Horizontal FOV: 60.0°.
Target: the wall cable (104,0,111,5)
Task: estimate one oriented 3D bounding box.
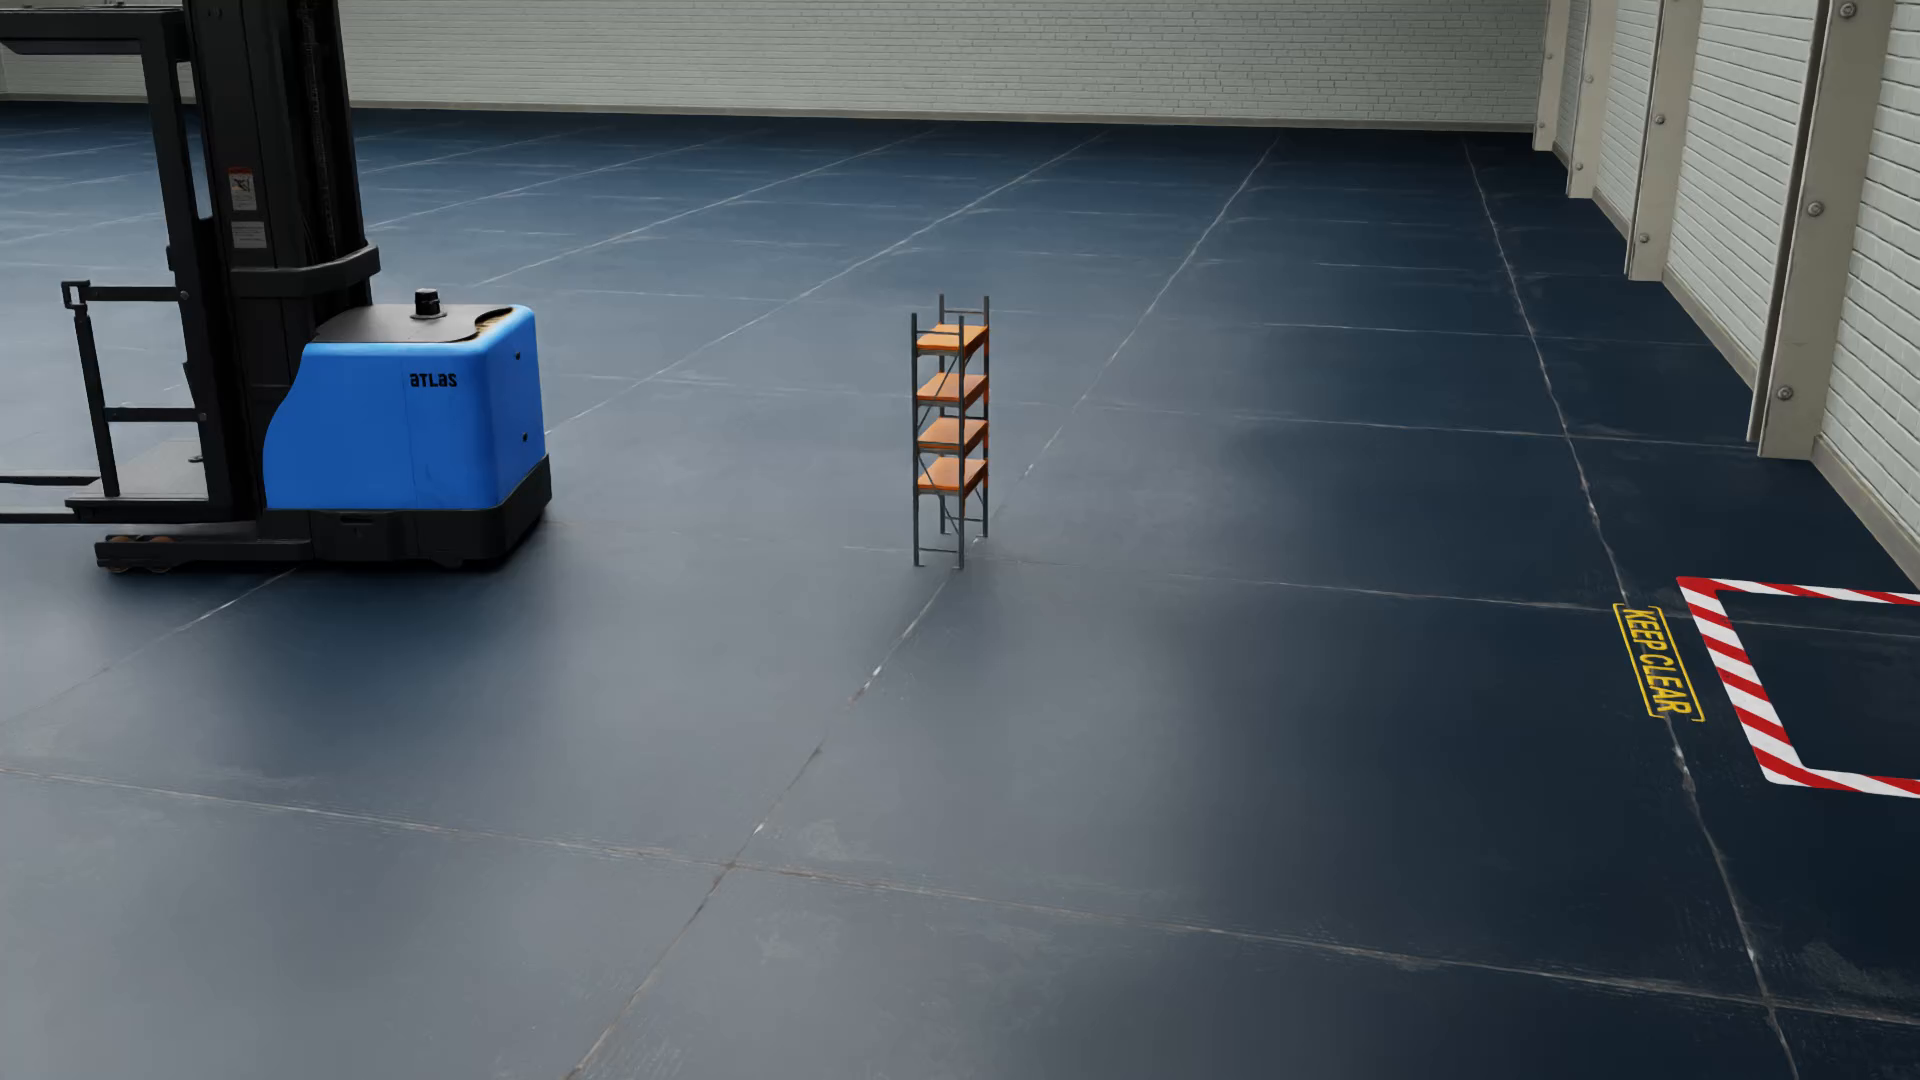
[{"bbox_3d":[-19.339,-12.267,34.983,3.097,2.526,0.112,5,19,13],"label":"wall cable"}]

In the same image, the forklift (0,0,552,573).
[{"bbox_3d":[-3.630,-1.405,7.766,3.031,2.935,1.130,0,19,1],"label":"forklift"}]

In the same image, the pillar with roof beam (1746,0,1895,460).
[{"bbox_3d":[0.632,-5.128,9.278,9.100,9.000,0.400,5,19,13],"label":"pillar with roof beam"}]

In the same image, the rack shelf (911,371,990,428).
[{"bbox_3d":[-0.040,-0.664,7.791,0.258,0.148,0.480,5,19,13],"label":"rack shelf"}]

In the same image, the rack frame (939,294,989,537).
[{"bbox_3d":[0.019,-0.592,8.066,0.240,1.200,0.015,5,19,13],"label":"rack frame"}]

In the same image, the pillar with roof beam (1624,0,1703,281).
[{"bbox_3d":[2.098,-7.008,14.783,9.100,9.000,0.400,5,19,13],"label":"pillar with roof beam"}]

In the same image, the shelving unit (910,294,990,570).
[{"bbox_3d":[-0.040,-0.516,7.842,0.258,1.200,0.503,5,19,13],"label":"shelving unit"}]

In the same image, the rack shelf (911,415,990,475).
[{"bbox_3d":[-0.040,-0.452,7.863,0.258,0.148,0.480,5,19,13],"label":"rack shelf"}]

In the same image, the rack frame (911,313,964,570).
[{"bbox_3d":[-0.100,-0.439,7.618,0.240,1.200,0.015,5,19,13],"label":"rack frame"}]

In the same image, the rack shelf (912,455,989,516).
[{"bbox_3d":[-0.040,-0.264,7.928,0.258,0.148,0.480,5,19,13],"label":"rack shelf"}]

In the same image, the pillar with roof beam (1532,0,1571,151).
[{"bbox_3d":[5.030,-10.769,25.795,9.100,9.000,0.400,5,19,13],"label":"pillar with roof beam"}]

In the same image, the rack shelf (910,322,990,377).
[{"bbox_3d":[-0.040,-0.888,7.715,0.258,0.148,0.480,5,19,13],"label":"rack shelf"}]

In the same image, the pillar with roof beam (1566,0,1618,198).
[{"bbox_3d":[3.564,-8.889,20.289,9.100,9.000,0.400,5,19,13],"label":"pillar with roof beam"}]
